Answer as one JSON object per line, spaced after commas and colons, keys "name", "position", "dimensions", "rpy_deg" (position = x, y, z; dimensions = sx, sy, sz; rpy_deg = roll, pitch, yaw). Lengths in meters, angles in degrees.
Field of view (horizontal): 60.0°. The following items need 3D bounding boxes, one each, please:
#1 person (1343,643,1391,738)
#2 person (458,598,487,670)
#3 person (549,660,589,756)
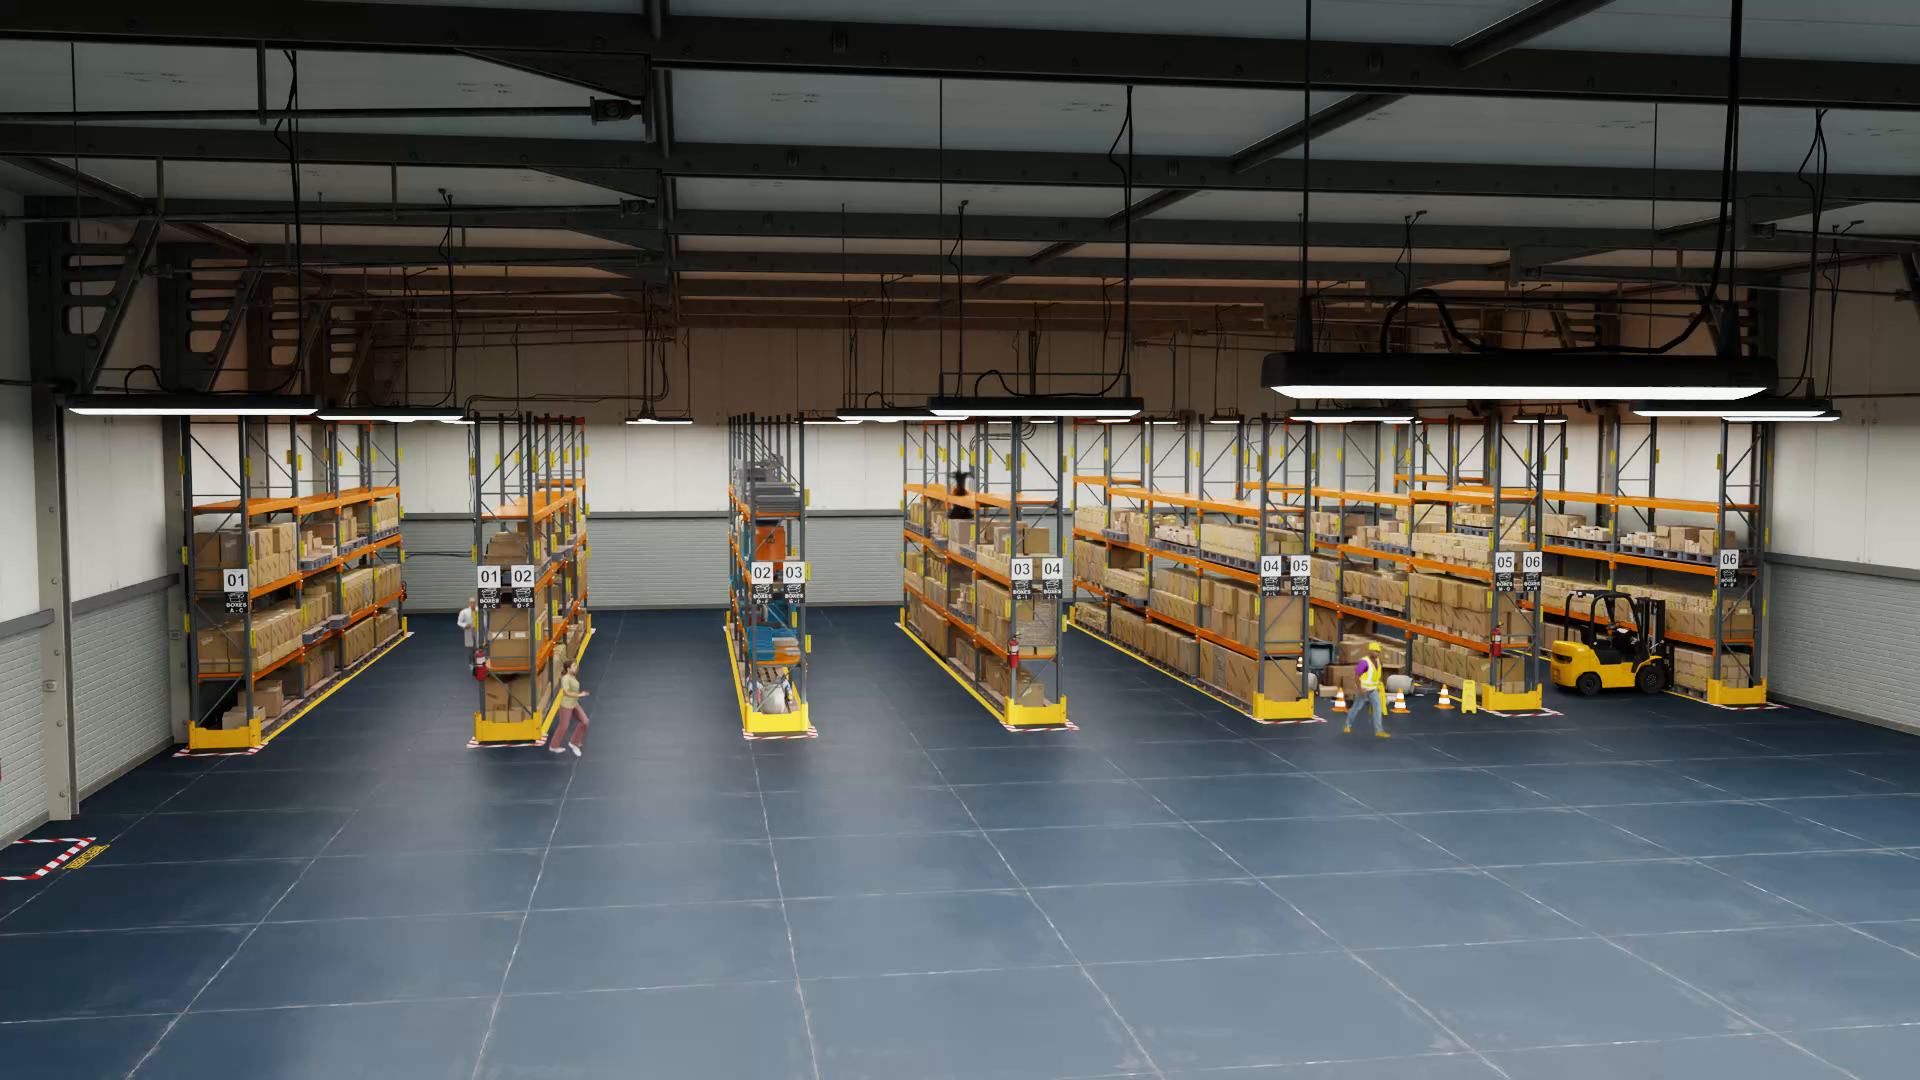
{"name": "person", "position": [7.505, 2.738, 30.574], "dimensions": [0.718, 1.712, 0.948], "rpy_deg": [-3, 5, -39]}
{"name": "person", "position": [-11.257, 2.213, 38.446], "dimensions": [0.677, 1.781, 1.071], "rpy_deg": [-1, 4, -19]}
{"name": "person", "position": [-6.792, 2.925, 28.909], "dimensions": [0.780, 1.691, 0.520], "rpy_deg": [1, 4, 16]}
